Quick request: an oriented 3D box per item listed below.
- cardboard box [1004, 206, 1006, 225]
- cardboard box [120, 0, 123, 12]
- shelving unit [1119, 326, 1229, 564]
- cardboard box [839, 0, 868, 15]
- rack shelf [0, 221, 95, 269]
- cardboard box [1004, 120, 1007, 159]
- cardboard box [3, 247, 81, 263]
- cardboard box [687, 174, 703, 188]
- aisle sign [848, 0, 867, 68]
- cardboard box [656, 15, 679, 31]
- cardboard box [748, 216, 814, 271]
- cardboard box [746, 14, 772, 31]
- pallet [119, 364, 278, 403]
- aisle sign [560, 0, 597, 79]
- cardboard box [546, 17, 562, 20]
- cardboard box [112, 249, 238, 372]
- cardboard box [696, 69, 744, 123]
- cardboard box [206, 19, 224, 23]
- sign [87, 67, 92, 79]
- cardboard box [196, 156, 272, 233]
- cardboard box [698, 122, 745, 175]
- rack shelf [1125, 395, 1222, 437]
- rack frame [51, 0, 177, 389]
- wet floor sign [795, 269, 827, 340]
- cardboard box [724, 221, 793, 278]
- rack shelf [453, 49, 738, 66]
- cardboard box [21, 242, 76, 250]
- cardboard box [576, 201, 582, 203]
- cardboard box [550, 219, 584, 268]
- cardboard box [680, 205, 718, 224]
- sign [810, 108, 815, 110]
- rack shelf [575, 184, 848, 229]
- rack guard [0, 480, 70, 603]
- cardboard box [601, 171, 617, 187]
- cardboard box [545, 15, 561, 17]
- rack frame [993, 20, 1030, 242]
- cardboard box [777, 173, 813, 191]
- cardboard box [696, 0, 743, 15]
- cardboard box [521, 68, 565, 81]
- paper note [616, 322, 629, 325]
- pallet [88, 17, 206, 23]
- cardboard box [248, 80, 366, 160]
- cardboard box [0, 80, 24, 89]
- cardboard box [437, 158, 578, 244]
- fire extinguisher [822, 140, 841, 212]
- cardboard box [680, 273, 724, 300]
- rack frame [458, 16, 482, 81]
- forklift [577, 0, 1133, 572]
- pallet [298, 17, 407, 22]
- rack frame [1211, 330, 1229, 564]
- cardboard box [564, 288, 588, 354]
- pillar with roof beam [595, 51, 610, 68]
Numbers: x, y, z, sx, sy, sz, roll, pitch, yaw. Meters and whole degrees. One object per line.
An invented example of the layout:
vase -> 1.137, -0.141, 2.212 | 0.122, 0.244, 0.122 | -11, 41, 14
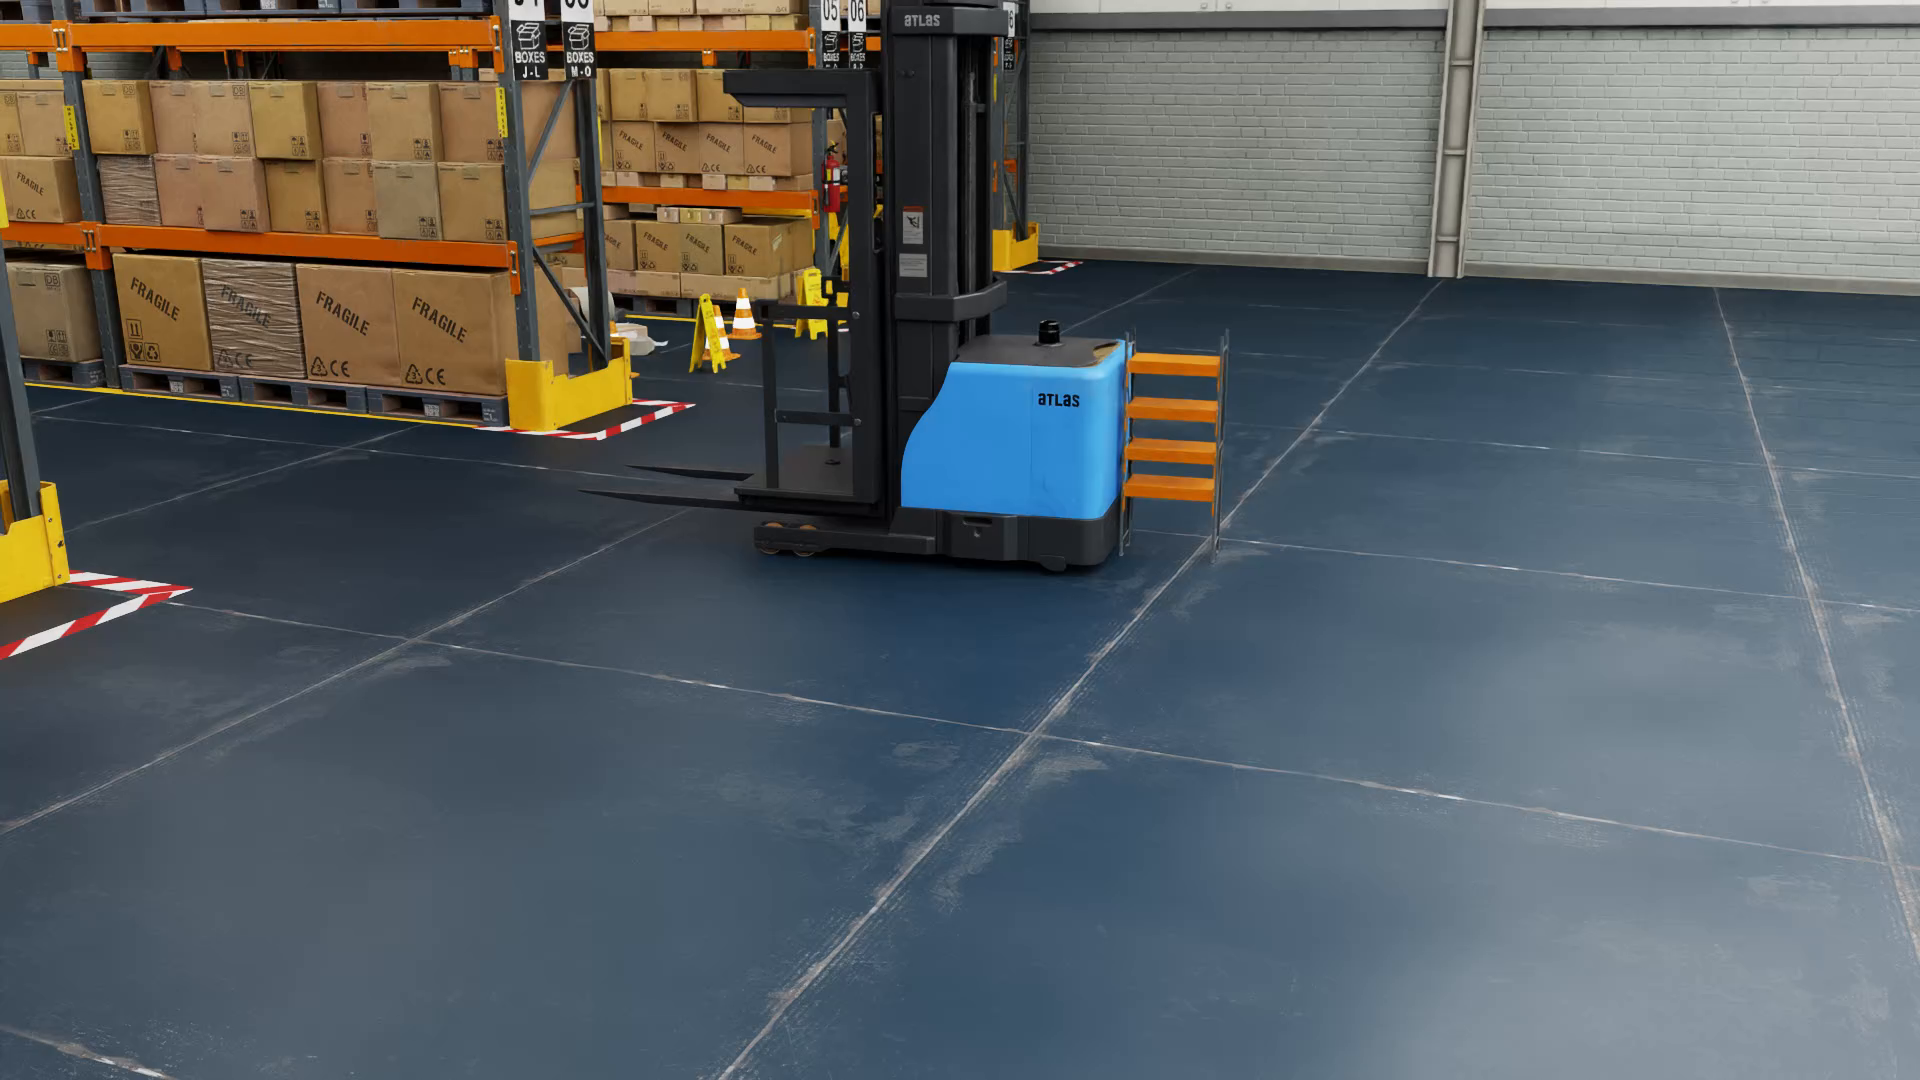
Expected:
cardboard box -> 0.278, -4.181, 21.477 | 0.500, 0.250, 0.500 | 7, 17, 22
cardboard box -> -9.027, -6.180, 18.761 | 0.637, 0.503, 0.797 | 5, 17, 17
shelving unit -> 1.123, -0.502, 8.751 | 0.503, 1.200, 0.258 | 4, 17, 15
cardboard box -> -1.308, -6.880, 20.994 | 0.637, 0.503, 0.797 | 7, 18, 22
rack shelf -> -8.482, -2.644, 14.192 | 4.000, 0.370, 1.077 | 6, 17, 21
cardboard box -> 0.280, -5.128, 21.279 | 0.500, 0.500, 0.500 | 7, 18, 22
cardboard box -> -8.128, -2.046, 14.123 | 0.750, 0.750, 1.050 | 6, 17, 21
cardboard box -> -2.549, -3.642, 16.790 | 0.250, 0.149, 0.380 | 7, 17, 21
aisle sign -> -1.007, -4.992, 16.327 | 0.004, 0.787, 0.394 | 6, 17, 21
cardboard box -> -2.794, -5.092, 16.404 | 0.250, 0.149, 0.380 | 6, 17, 19
cardboard box -> -1.850, -3.068, 17.194 | 0.500, 0.500, 0.500 | 6, 17, 19
cardboard box -> -1.857, -4.971, 15.986 | 0.250, 0.149, 0.380 | 6, 17, 21
pallet -> -5.943, -1.348, 13.437 | 1.213, 0.211, 1.003 | 6, 17, 21
aisle sign -> -2.725, -3.695, 11.858 | 0.004, 0.787, 0.394 | 6, 17, 21
cardboard box -> -3.987, -5.230, 16.878 | 0.250, 0.149, 0.380 | 7, 18, 22
cardboard box -> -6.062, -1.884, 13.340 | 0.875, 0.875, 0.875 | 7, 17, 21
cardboard box -> -2.202, -4.390, 16.410 | 0.500, 0.500, 0.700 | 6, 17, 21
cardboard box -> -8.152, -5.762, 18.501 | 0.258, 0.266, 0.396 | 6, 17, 21
sign -> -14.023, -7.444, 26.792 | 0.005, 0.325, 0.100 | 6, 17, 21
cardboard box -> -5.295, -2.686, 12.777 | 0.550, 0.550, 0.875 | 6, 17, 21
cardboard box -> -2.249, -3.897, 16.505 | 0.500, 0.500, 0.500 | 6, 17, 21
rack shelf -> 1.123, -0.652, 8.707 | 0.480, 0.148, 0.258 | 4, 17, 15
rack frame -> -6.622, -2.785, 13.386 | 0.127, 3.000, 1.000 | 6, 17, 21
wet floor sign -> -1.394, -2.242, 15.740 | 0.232, 0.644, 0.267 | 14, 21, 40
cardboard box -> -2.020, -2.926, 16.704 | 0.500, 0.500, 0.500 | 6, 17, 21
rack shelf -> -4.942, -6.666, 22.667 | 4.000, 0.370, 1.077 | 6, 17, 21
cardboard box -> -10.892, -3.946, 20.443 | 0.875, 0.875, 0.875 | 7, 18, 22
cardboard box -> -4.991, -4.636, 23.270 | 0.625, 0.625, 0.875 | 6, 17, 18
cardboard box -> -3.947, -3.138, 17.437 | 0.500, 0.500, 0.500 | 7, 18, 23
cardboard box -> -2.618, -3.284, 16.775 | 0.250, 0.149, 0.380 | 7, 17, 22
sign -> -1.401, -4.236, 15.741 | 0.005, 0.325, 0.100 | 6, 17, 21
rack shelf -> -3.039, -3.529, 17.240 | 4.000, 0.370, 1.077 | 6, 17, 21
rack guard -> -4.885, 0.093, 7.957 | 0.348, 0.500, 1.175 | 6, 17, 21
cardboard box -> -3.538, -3.710, 17.023 | 0.250, 0.149, 0.380 | 6, 17, 21
cardboard box -> -4.108, -5.424, 16.832 | 0.500, 0.250, 0.500 | 6, 17, 20
rack frame -> 0.639, -4.958, 20.871 | 0.127, 3.000, 1.000 | 6, 17, 21
cardboard box -> -1.605, -3.532, 16.411 | 0.250, 0.149, 0.380 | 7, 18, 22
cardboard box -> -2.216, -5.219, 16.126 | 0.500, 0.250, 0.500 | 6, 17, 20
cardboard box -> -4.103, -4.591, 17.101 | 0.500, 0.500, 0.700 | 6, 17, 21
paper note -> -3.372, -2.145, 16.508 | 0.148, 0.019, 0.142 | 0, 16, 1
pallet -> -9.239, -5.890, 19.041 | 1.003, 0.211, 1.213 | 7, 18, 23
cardboard box -> -4.789, -3.160, 12.472 | 0.500, 0.550, 0.875 | 6, 17, 21
cardboard box -> -11.089, -5.209, 19.765 | 0.500, 0.500, 0.500 | 6, 17, 19
cardboard box -> -3.263, -2.474, 12.046 | 0.550, 0.550, 0.875 | 6, 17, 21
fire extinguisher -> -1.241, -3.502, 15.994 | 0.183, 0.674, 0.296 | 6, 17, 21
cardboard box -> -2.508, -2.619, 16.994 | 0.500, 0.250, 0.500 | 6, 17, 21
rack frame -> -4.900, -4.079, 17.844 | 0.127, 3.000, 1.000 | 6, 17, 21
forklift -> -0.608, -1.454, 8.926 | 3.031, 2.935, 1.130 | 4, 17, 15
pallet -> -6.401, -5.626, 18.128 | 1.003, 0.211, 1.213 | 6, 17, 21
rack frame -> 1.358, -0.484, 8.689 | 0.015, 1.200, 0.240 | 4, 17, 15
cardboard box -> -3.741, -1.994, 15.140 | 0.637, 0.503, 0.797 | -5, 17, -18
pillar with roof beam -> -6.839, -7.641, 19.353 | 0.400, 9.000, 9.100 | 6, 17, 21
